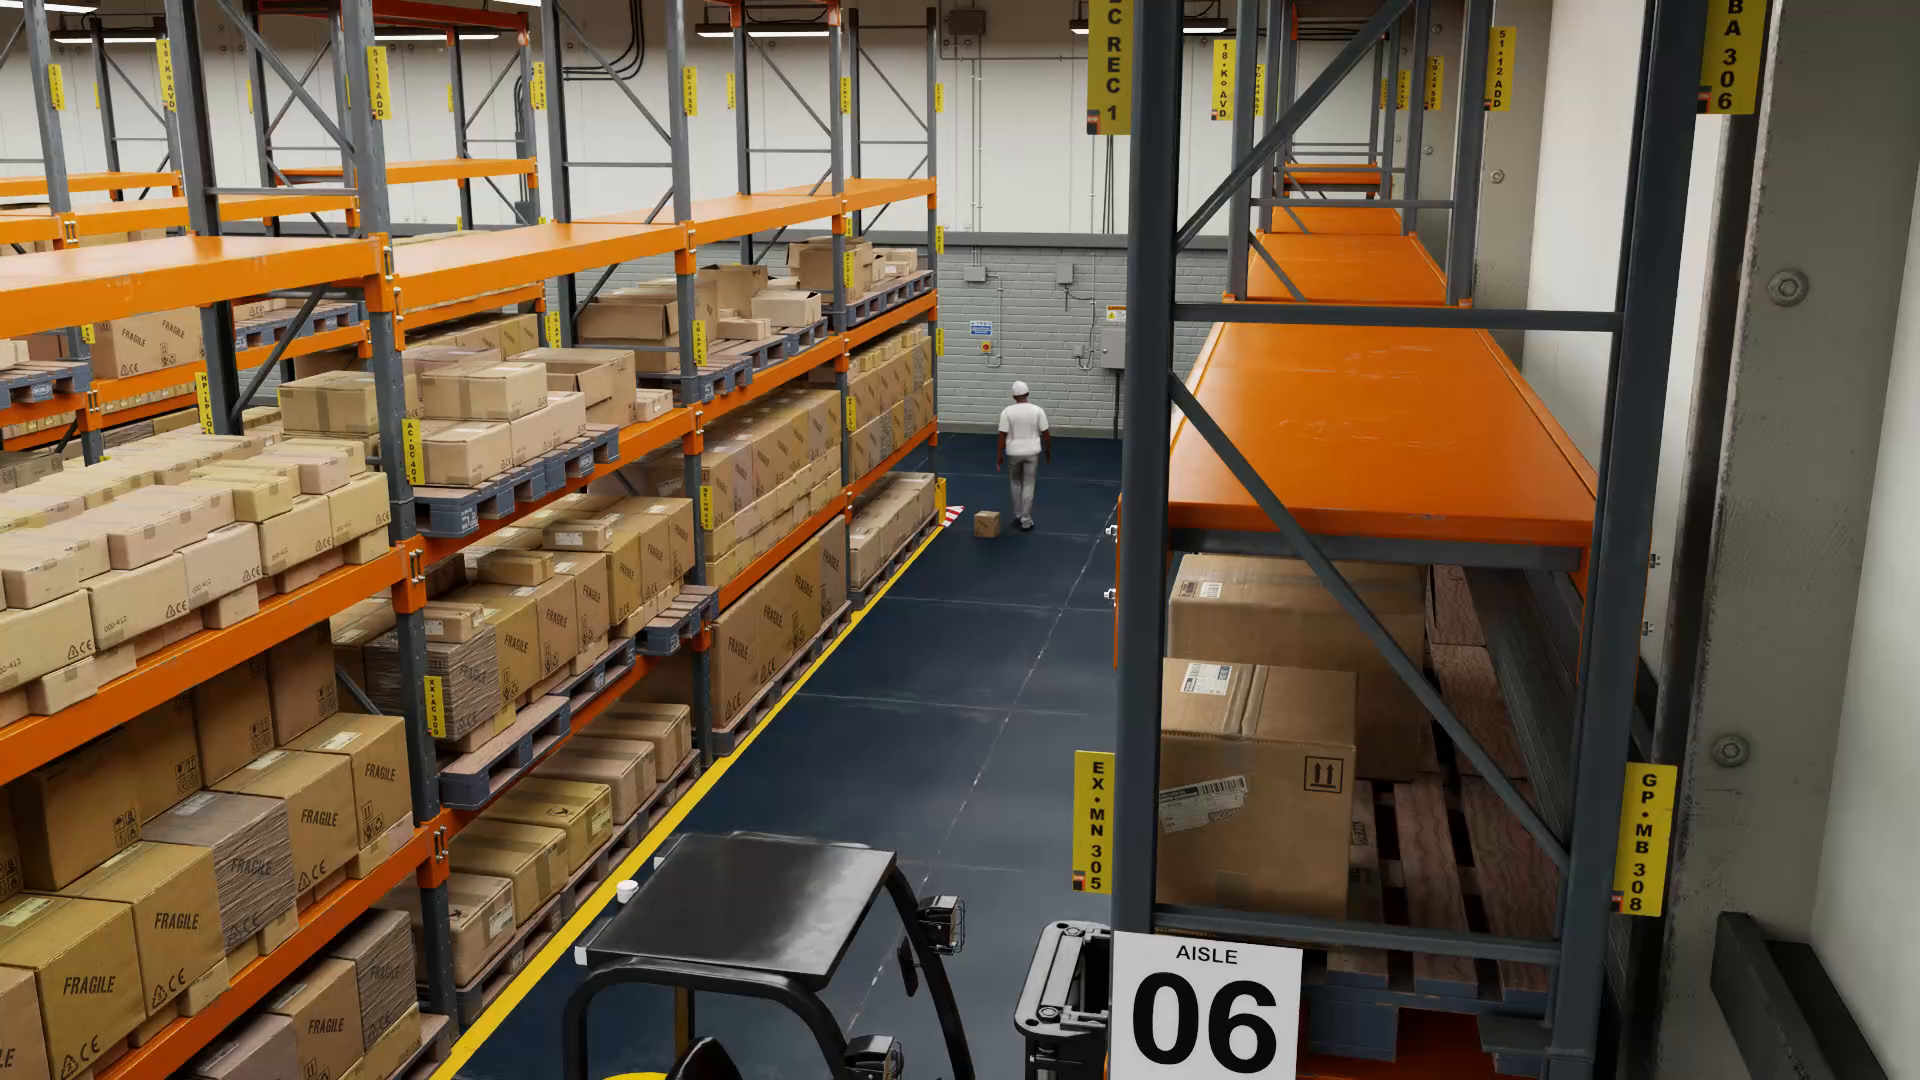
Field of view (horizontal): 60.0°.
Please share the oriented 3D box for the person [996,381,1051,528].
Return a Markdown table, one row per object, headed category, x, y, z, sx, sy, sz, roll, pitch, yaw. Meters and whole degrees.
| category | x | y | z | sx | sy | sz | roll | pitch | yaw |
| --- | --- | --- | --- | --- | --- | --- | --- | --- | --- |
| person | 0.771 | -1.026 | 19.964 | 0.645 | 1.796 | 0.779 | 2 | 15 | 6 |
